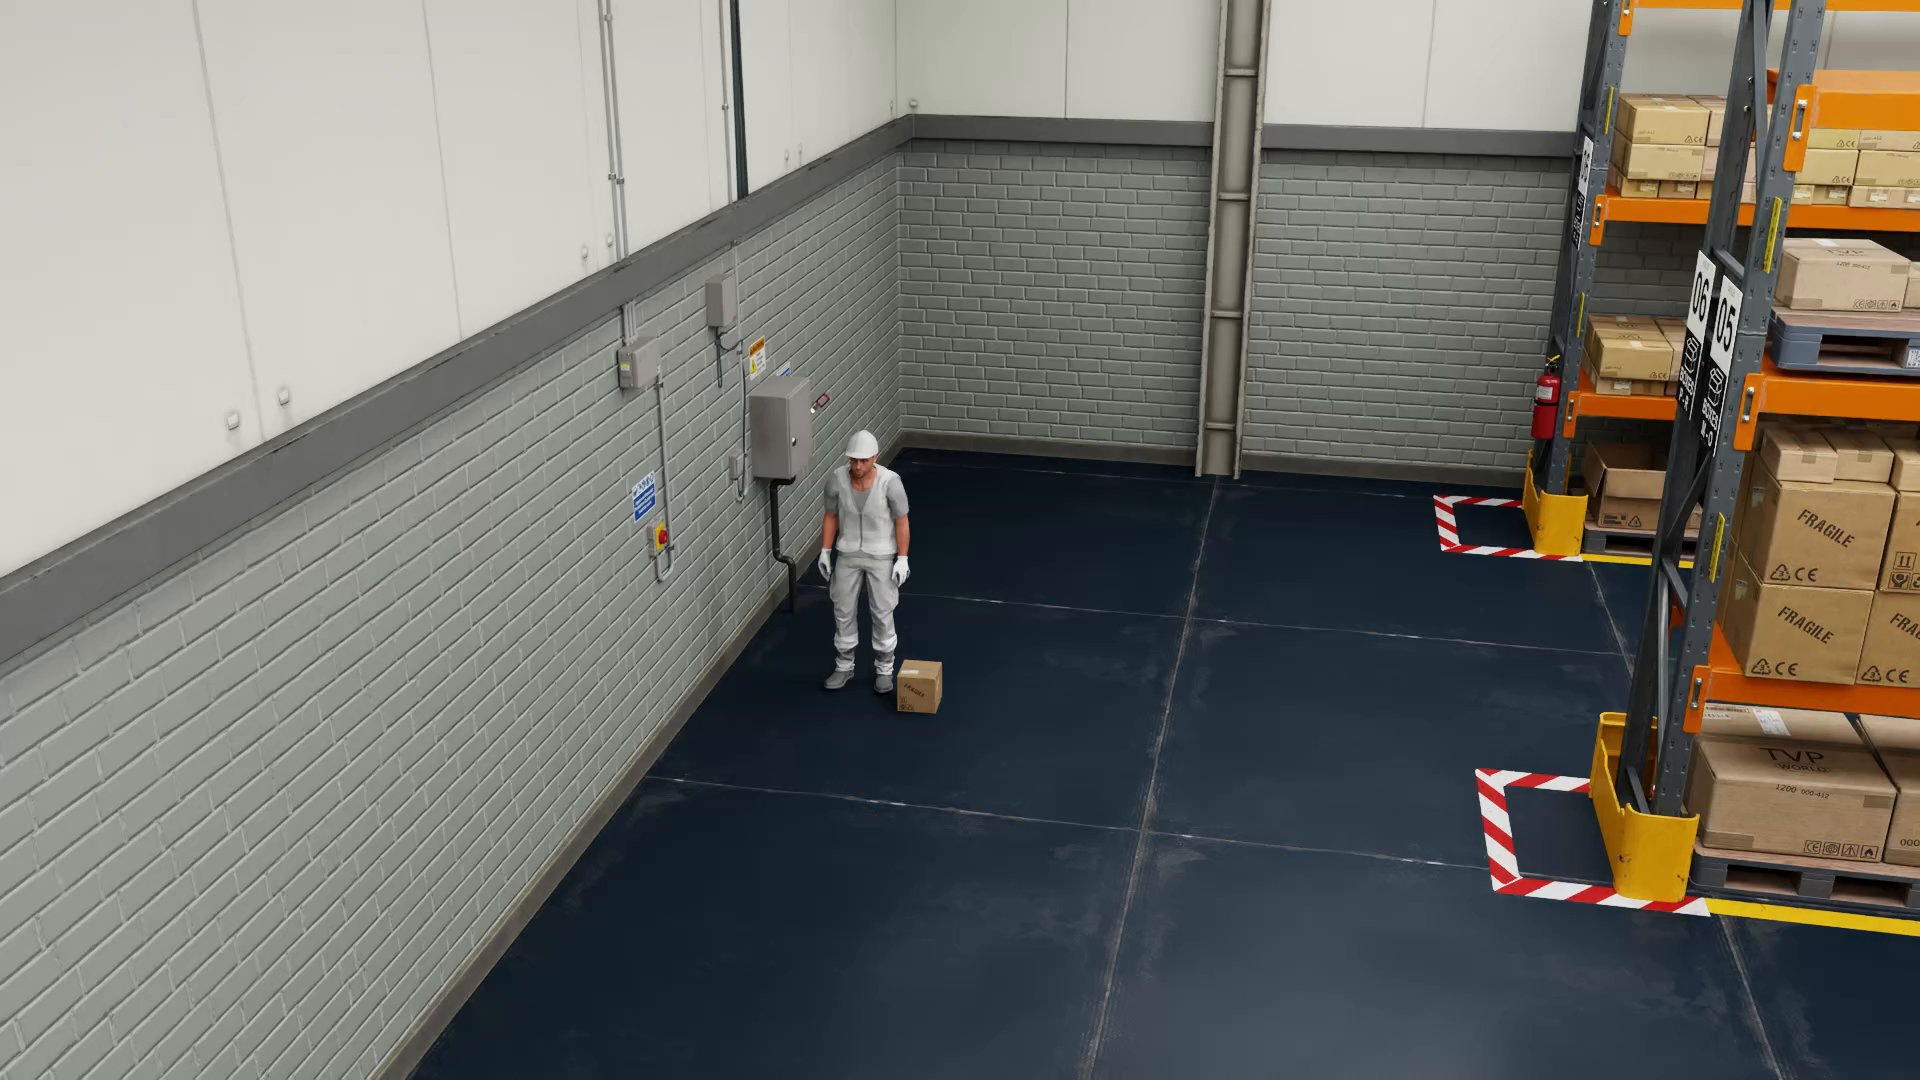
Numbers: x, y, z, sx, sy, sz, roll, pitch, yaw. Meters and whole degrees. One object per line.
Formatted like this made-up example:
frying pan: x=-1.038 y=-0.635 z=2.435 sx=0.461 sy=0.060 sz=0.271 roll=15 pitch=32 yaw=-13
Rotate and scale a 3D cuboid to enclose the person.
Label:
person: x=-0.620 y=0.129 z=10.735 sx=0.608 sy=1.779 sz=0.451 roll=4 pitch=22 yaw=11
